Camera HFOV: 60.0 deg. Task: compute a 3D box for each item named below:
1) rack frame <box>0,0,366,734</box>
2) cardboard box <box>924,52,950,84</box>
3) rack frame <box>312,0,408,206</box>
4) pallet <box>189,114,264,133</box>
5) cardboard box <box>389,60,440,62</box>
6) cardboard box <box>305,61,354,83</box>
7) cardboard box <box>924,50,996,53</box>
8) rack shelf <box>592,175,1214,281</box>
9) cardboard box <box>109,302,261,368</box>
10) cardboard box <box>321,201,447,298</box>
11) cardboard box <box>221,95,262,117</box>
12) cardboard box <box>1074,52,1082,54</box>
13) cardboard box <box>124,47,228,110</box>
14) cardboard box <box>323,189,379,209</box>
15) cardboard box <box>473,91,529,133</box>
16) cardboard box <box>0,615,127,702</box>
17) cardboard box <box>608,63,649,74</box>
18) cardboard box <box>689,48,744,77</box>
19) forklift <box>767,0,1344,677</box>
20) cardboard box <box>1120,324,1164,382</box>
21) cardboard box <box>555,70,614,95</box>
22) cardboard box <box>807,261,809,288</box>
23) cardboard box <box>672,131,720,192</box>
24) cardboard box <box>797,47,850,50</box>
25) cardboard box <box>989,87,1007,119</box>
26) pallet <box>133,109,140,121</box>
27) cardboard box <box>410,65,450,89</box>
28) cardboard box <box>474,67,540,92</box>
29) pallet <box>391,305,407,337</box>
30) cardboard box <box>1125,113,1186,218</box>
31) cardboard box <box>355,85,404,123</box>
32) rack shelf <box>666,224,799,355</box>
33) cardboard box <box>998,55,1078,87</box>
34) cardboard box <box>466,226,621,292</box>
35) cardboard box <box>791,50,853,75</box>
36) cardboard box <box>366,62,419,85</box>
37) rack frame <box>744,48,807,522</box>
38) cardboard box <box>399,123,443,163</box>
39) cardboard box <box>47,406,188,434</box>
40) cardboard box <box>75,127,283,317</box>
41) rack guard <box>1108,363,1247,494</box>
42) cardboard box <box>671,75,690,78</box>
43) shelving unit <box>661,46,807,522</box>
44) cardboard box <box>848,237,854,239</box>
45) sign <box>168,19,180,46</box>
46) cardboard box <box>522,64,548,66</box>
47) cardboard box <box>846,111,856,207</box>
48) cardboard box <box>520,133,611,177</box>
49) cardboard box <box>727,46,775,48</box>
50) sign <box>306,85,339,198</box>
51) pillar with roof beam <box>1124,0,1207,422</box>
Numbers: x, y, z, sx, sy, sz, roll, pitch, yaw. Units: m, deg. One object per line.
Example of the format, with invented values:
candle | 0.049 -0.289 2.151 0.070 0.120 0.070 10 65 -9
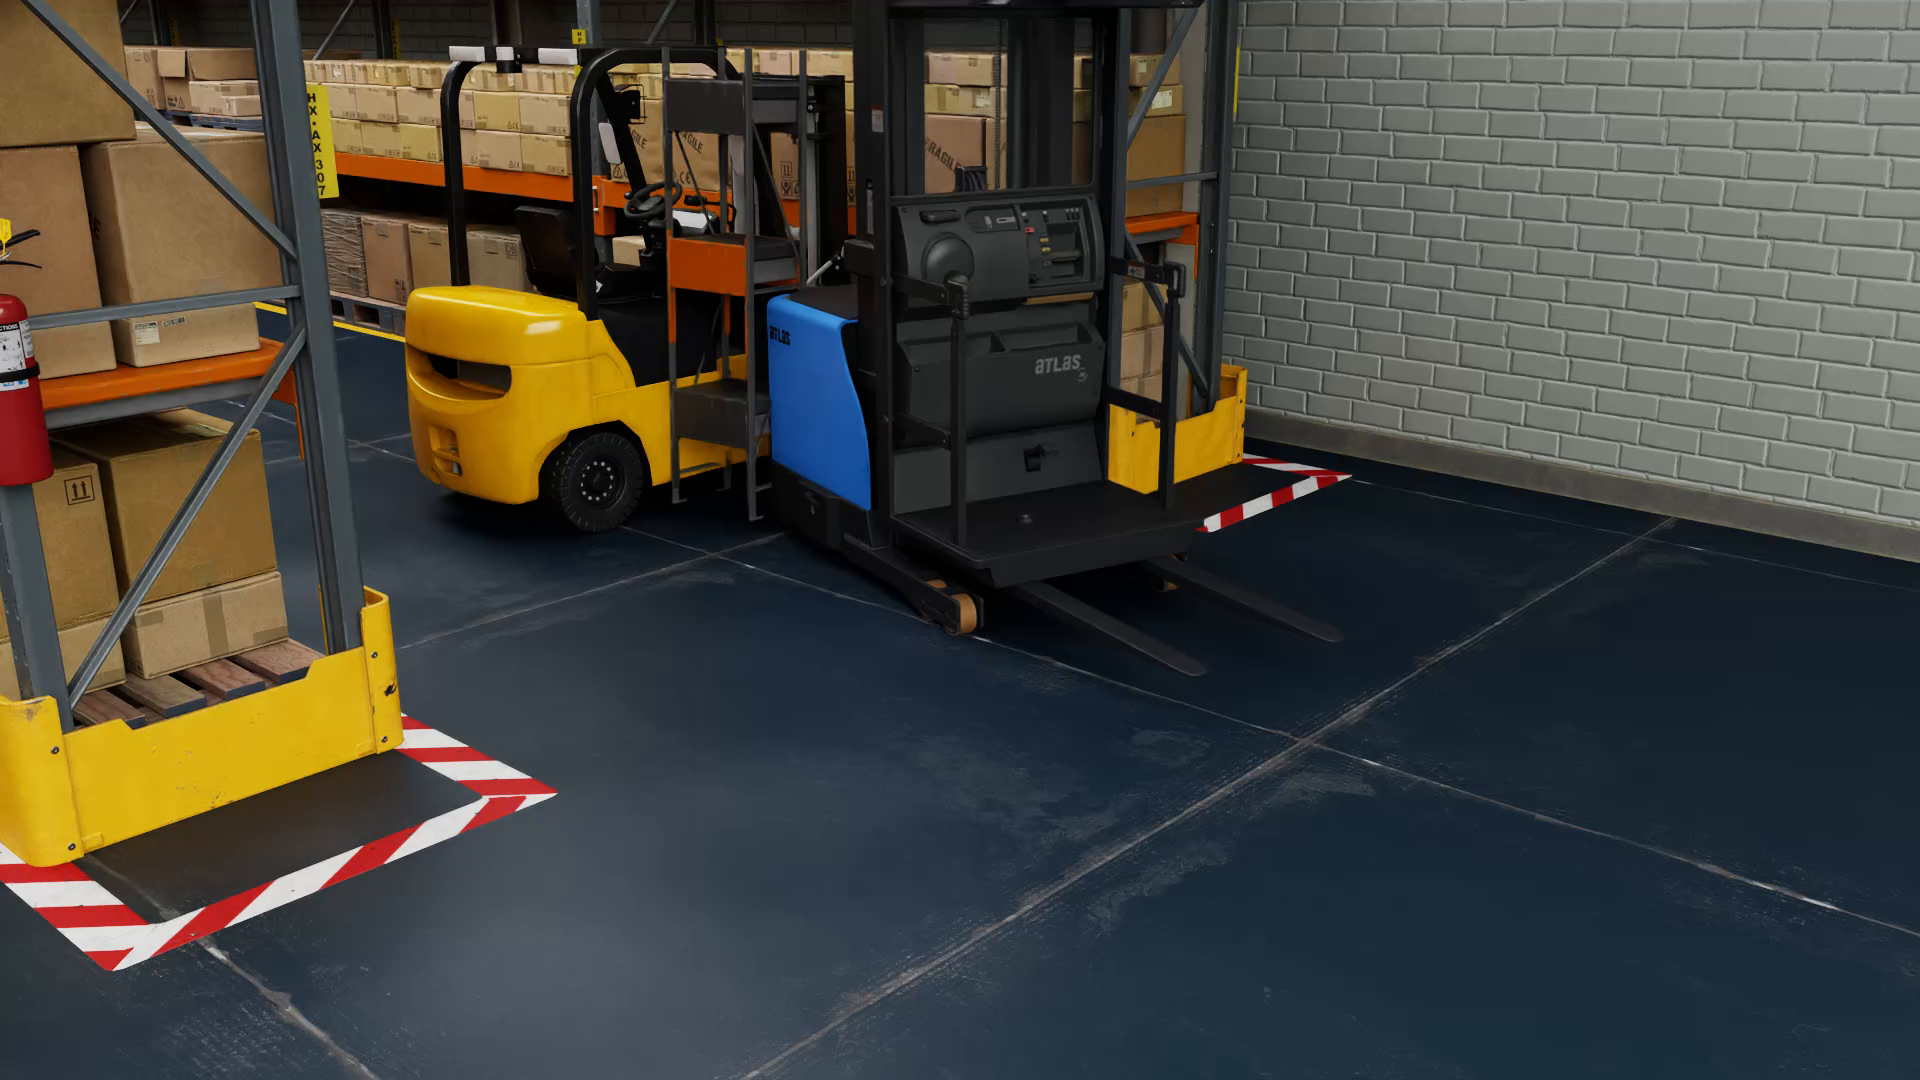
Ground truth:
rack frame | -2.275 -0.648 4.696 0.127 3.000 1.000 15 23 39
cardboard box | -0.215 -2.478 8.731 0.250 0.149 0.380 16 23 41
rack frame | -4.967 -3.378 13.298 0.127 3.000 1.000 15 23 39
pallet | -5.520 -3.407 13.706 1.003 0.211 1.213 15 23 39
cardboard box | -4.166 -3.623 12.830 0.250 0.149 0.380 15 23 39
cardboard box | -4.723 -3.551 12.605 0.250 0.149 0.380 16 23 40
cardboard box | 0.007 -2.672 9.342 0.250 0.149 0.380 14 23 38
rack shelf | -0.479 -1.831 9.611 4.000 0.370 1.077 15 23 39
cardboard box | -2.392 -0.644 5.096 0.250 0.149 0.380 15 23 39
cardboard box | -4.509 -2.318 13.189 0.625 0.625 0.875 16 24 41
cardboard box | -5.713 -3.504 13.415 0.250 0.149 0.380 16 23 40
cardboard box | 0.527 -2.496 8.790 0.250 0.149 0.380 16 23 40
cardboard box | -6.771 -4.020 14.460 0.500 0.500 0.700 15 23 39
cardboard box | -5.150 -2.872 14.067 0.250 0.149 0.380 17 24 42
cardboard box | -2.901 -2.884 11.163 0.500 0.250 0.500 14 23 38
cardboard box | -3.076 0.356 5.383 0.500 0.250 0.500 15 23 39
cardboard box | -1.933 -2.943 10.196 0.250 0.149 0.380 16 23 40
cardboard box | -1.357 -2.787 9.704 0.250 0.149 0.380 16 23 40
forklift | 0.284 -1.184 6.497 1.130 2.935 3.031 -10 20 -29
cardboard box | 0.803 -1.041 8.959 0.500 0.250 0.500 16 23 40
cardboard box | -2.378 -2.950 10.712 0.250 0.149 0.380 16 24 41
cardboard box | -0.678 -1.464 9.464 0.500 0.250 0.500 14 23 38
cardboard box | -1.416 -2.374 9.968 0.500 0.500 0.500 16 23 40
cardboard box | -0.759 -2.876 9.984 0.250 0.149 0.380 15 23 38
cardboard box | 0.361 -2.180 8.284 0.250 0.149 0.380 16 23 40
pallet | -7.433 -3.905 15.274 1.213 0.211 1.003 15 23 39
cardboard box | -3.603 -3.236 11.612 0.250 0.149 0.380 14 23 38
cardboard box | -3.016 -3.082 11.127 0.250 0.149 0.380 14 22 38
pallet | -3.469 -1.630 12.399 1.213 0.211 1.003 15 23 39
cardboard box | 0.831 -1.982 8.733 0.500 0.500 0.500 16 24 41
cardboard box | -4.044 -3.191 12.129 0.500 0.250 0.500 14 23 38
rack shelf | -1.033 -1.168 7.698 0.480 0.518 0.431 12 19 33
cardboard box | 0.404 -2.337 8.289 0.250 0.149 0.380 15 23 39
cardboard box | -2.948 -1.903 11.882 0.625 0.625 0.875 15 23 39
cardboard box | -0.719 -2.656 9.292 0.250 0.149 0.380 15 23 39
cardboard box | -4.102 -3.412 12.167 0.250 0.149 0.380 15 23 40
rack frame | -0.831 -1.138 7.563 0.015 2.100 0.400 12 19 33
cardboard box | -3.647 -2.854 11.894 0.500 0.250 0.500 16 24 41
cardboard box | -3.107 -0.229 5.985 0.500 0.500 0.500 14 22 37
cardboard box | -2.445 -0.996 5.133 0.500 0.500 0.500 15 23 38
rack guard | 1.035 -0.576 8.600 0.348 0.500 1.175 15 23 39
cardboard box | -1.503 -2.711 9.957 0.250 0.149 0.380 15 23 39
shelving unit | -1.032 -1.181 7.695 0.503 2.100 0.431 12 19 33
cardboard box | -0.720 -1.683 10.156 0.500 0.250 0.500 15 23 40
sign | -7.593 -4.860 16.052 0.005 0.325 0.100 15 23 39
cardboard box | -3.014 -3.319 11.874 0.250 0.149 0.380 15 23 39
cardboard box | -0.291 -2.068 9.005 0.500 0.500 0.500 14 23 38
cardboard box | -2.525 -2.546 10.922 0.500 0.250 0.500 16 23 40
cardboard box | -1.375 -3.018 10.434 0.250 0.149 0.380 14 23 38
sign | -1.915 -1.184 4.952 0.005 0.325 0.100 15 23 39
pillar with roof beam | -1.763 -4.001 5.343 0.400 9.000 9.100 15 23 39
